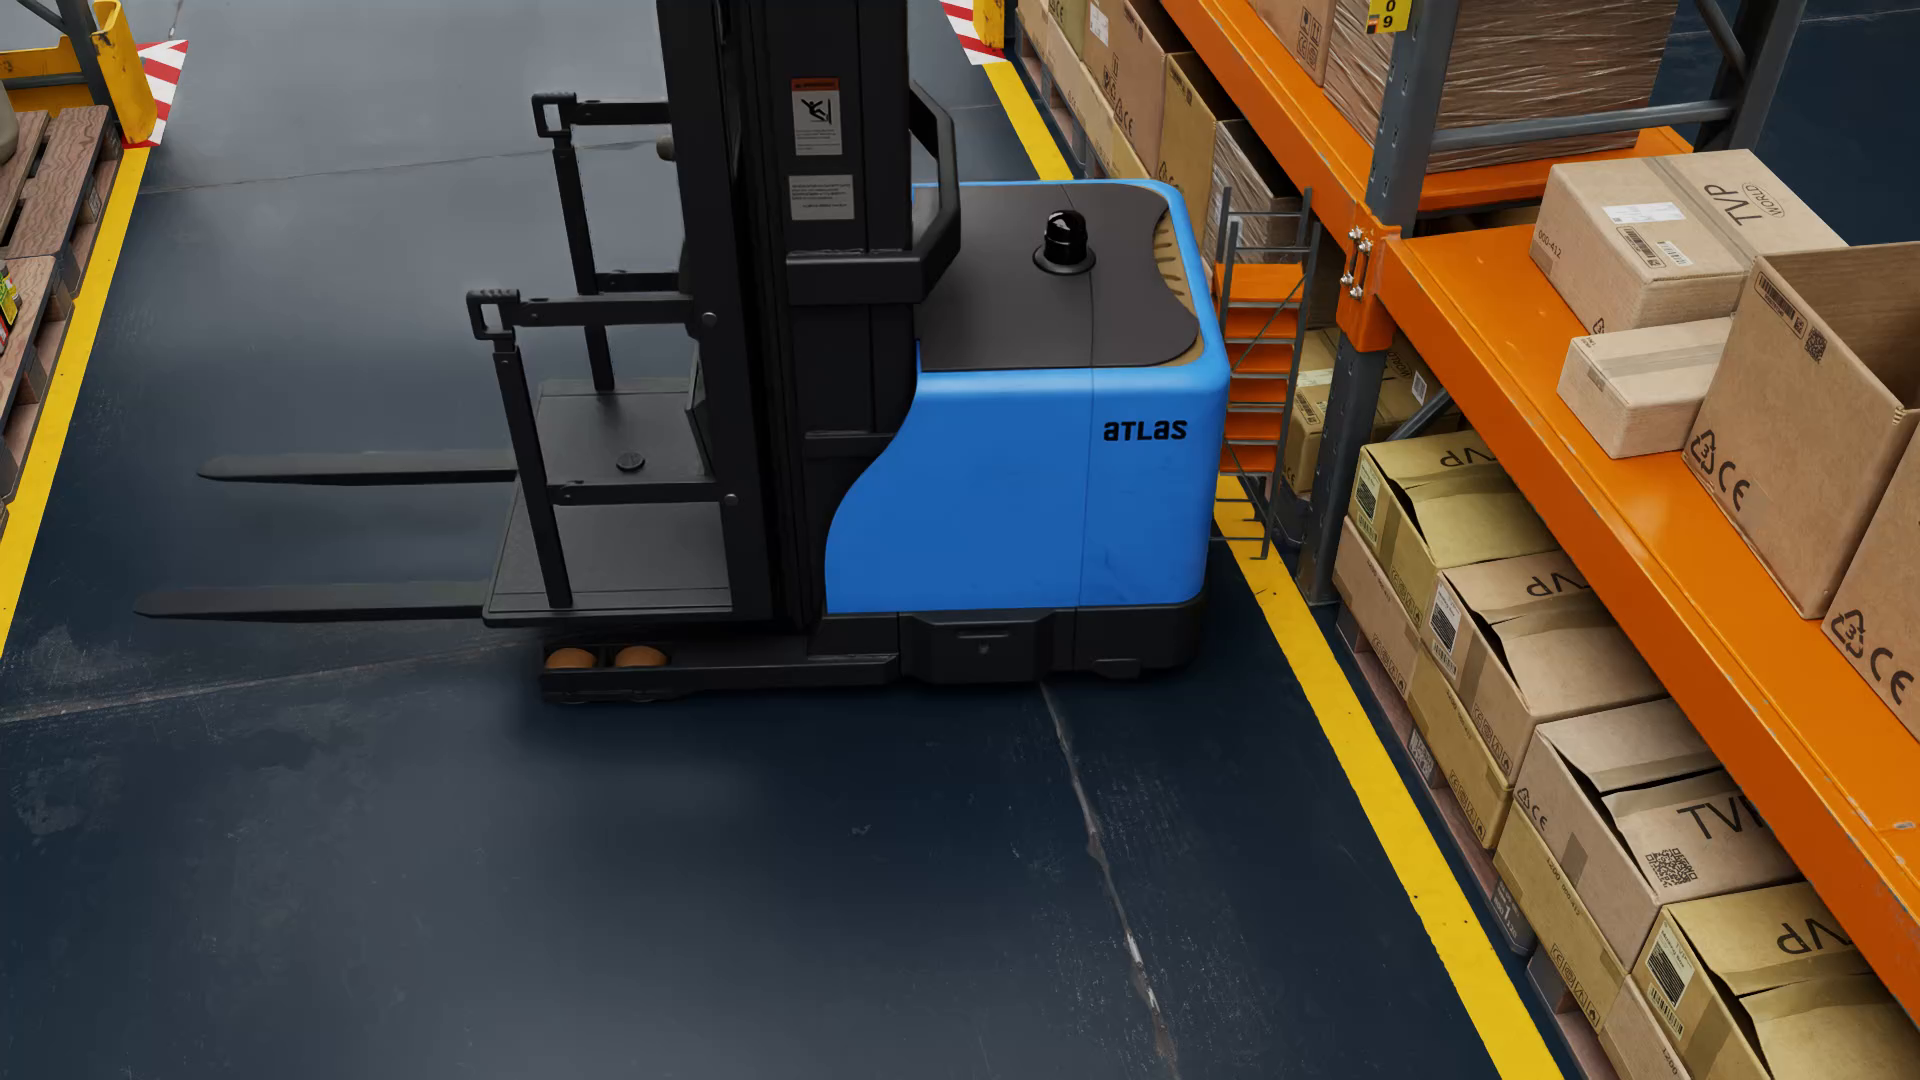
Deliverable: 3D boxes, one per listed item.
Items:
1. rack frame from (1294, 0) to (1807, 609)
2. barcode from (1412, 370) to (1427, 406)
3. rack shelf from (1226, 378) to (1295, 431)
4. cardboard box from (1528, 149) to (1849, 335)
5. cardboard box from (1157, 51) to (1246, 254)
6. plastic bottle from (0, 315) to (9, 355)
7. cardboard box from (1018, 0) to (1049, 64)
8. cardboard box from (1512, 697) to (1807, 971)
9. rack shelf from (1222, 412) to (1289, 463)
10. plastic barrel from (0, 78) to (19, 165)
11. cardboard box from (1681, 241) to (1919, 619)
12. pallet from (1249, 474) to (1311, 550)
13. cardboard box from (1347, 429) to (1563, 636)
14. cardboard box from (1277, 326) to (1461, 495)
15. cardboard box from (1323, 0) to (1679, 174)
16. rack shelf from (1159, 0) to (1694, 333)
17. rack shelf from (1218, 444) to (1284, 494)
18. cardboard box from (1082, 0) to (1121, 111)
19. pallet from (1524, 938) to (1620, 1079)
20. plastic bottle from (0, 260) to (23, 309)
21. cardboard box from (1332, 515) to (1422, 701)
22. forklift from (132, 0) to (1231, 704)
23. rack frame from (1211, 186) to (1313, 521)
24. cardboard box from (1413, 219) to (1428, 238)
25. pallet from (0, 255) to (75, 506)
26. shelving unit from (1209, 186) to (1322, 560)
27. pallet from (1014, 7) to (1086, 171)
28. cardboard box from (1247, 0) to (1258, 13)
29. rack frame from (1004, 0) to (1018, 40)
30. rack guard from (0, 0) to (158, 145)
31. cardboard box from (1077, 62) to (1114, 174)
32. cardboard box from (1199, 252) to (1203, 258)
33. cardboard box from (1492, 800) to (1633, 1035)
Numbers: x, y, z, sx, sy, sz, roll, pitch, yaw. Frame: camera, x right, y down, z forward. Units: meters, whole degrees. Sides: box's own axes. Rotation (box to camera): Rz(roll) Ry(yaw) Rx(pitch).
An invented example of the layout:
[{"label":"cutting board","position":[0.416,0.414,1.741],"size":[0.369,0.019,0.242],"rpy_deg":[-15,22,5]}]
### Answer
[{"label":"rack frame","position":[1.527,-1.025,4.145],"size":[1.000,3.000,0.127],"rpy_deg":[-8,42,-9]},{"label":"barcode","position":[1.176,-0.389,4.257],"size":[0.001,0.075,0.075],"rpy_deg":[-8,42,-9]},{"label":"rack shelf","position":[0.838,-0.418,4.883],"size":[0.258,0.103,0.180],"rpy_deg":[1,42,1]},{"label":"cardboard box","position":[1.676,-0.656,3.842],"size":[0.500,0.250,0.500],"rpy_deg":[-6,42,-7]},{"label":"cardboard box","position":[1.005,-1.353,5.704],"size":[0.500,0.500,0.500],"rpy_deg":[-8,42,-9]},{"label":"plastic bottle","position":[-3.322,-0.761,5.569],"size":[0.152,0.276,0.135],"rpy_deg":[-8,42,-9]},{"label":"cardboard box","position":[0.562,-2.367,7.412],"size":[0.500,0.250,0.500],"rpy_deg":[-8,42,-9]},{"label":"cardboard box","position":[1.589,0.601,3.646],"size":[0.500,0.311,0.500],"rpy_deg":[-10,43,-11]},{"label":"rack shelf","position":[0.838,-0.328,4.963],"size":[0.258,0.103,0.180],"rpy_deg":[1,42,1]},{"label":"plastic barrel","position":[-3.957,-1.721,6.487],"size":[0.421,0.512,0.421],"rpy_deg":[0,42,0]},{"label":"cardboard box","position":[1.791,-0.221,3.164],"size":[0.500,0.500,0.500],"rpy_deg":[-6,42,-6]},{"label":"pallet","position":[1.396,-0.504,5.658],"size":[1.003,0.211,1.213],"rpy_deg":[-8,42,-9]},{"label":"cardboard box","position":[1.373,-0.060,4.390],"size":[0.500,0.311,0.500],"rpy_deg":[-8,42,-9]},{"label":"cardboard box","position":[1.214,-0.423,5.222],"size":[0.500,0.250,0.500],"rpy_deg":[-8,42,-9]},{"label":"cardboard box","position":[1.425,-1.349,4.435],"size":[0.700,0.500,0.500],"rpy_deg":[-9,42,-10]},{"label":"rack shelf","position":[1.095,-2.052,5.844],"size":[1.077,0.370,4.000],"rpy_deg":[-8,42,-9]},{"label":"rack shelf","position":[0.838,-0.238,5.043],"size":[0.258,0.103,0.180],"rpy_deg":[1,42,1]},{"label":"cardboard box","position":[0.792,-2.001,6.435],"size":[0.500,0.500,0.500],"rpy_deg":[-8,42,-9]},{"label":"pallet","position":[1.991,1.282,3.646],"size":[1.003,0.211,1.213],"rpy_deg":[-8,42,-9]},{"label":"plastic bottle","position":[-3.349,-0.901,5.782],"size":[0.097,0.201,0.097],"rpy_deg":[0,42,0]},{"label":"cardboard box","position":[1.372,0.143,4.584],"size":[0.500,0.250,0.500],"rpy_deg":[-9,42,-10]},{"label":"forklift","position":[-0.837,-0.989,4.156],"size":[3.031,2.935,1.130],"rpy_deg":[-2,42,-2]},{"label":"rack frame","position":[0.839,-0.512,4.922],"size":[0.240,1.200,0.006],"rpy_deg":[1,42,1]},{"label":"cardboard box","position":[1.617,-1.103,5.423],"size":[0.500,0.500,0.500],"rpy_deg":[-8,42,-9]},{"label":"pallet","position":[-3.681,-0.508,5.664],"size":[1.003,0.211,1.213],"rpy_deg":[-8,42,-9]},{"label":"shelving unit","position":[0.838,-0.451,4.854],"size":[0.258,1.200,0.189],"rpy_deg":[1,42,1]},{"label":"pallet","position":[0.870,-2.085,7.440],"size":[1.003,0.211,1.213],"rpy_deg":[-8,42,-9]},{"label":"cardboard box","position":[1.200,-2.016,5.186],"size":[0.700,0.500,0.500],"rpy_deg":[-8,42,-9]},{"label":"rack frame","position":[0.664,-3.618,7.066],"size":[1.000,3.000,0.127],"rpy_deg":[-8,42,-9]},{"label":"rack guard","position":[-4.111,-1.933,7.051],"size":[1.175,0.500,0.348],"rpy_deg":[-8,42,-9]},{"label":"cardboard box","position":[0.781,-1.719,6.682],"size":[0.500,0.250,0.500],"rpy_deg":[-8,42,-9]},{"label":"cardboard box","position":[0.993,-1.070,5.951],"size":[0.500,0.250,0.500],"rpy_deg":[-8,42,-9]},{"label":"cardboard box","position":[1.596,0.810,3.833],"size":[0.500,0.250,0.500],"rpy_deg":[-10,42,-11]}]
